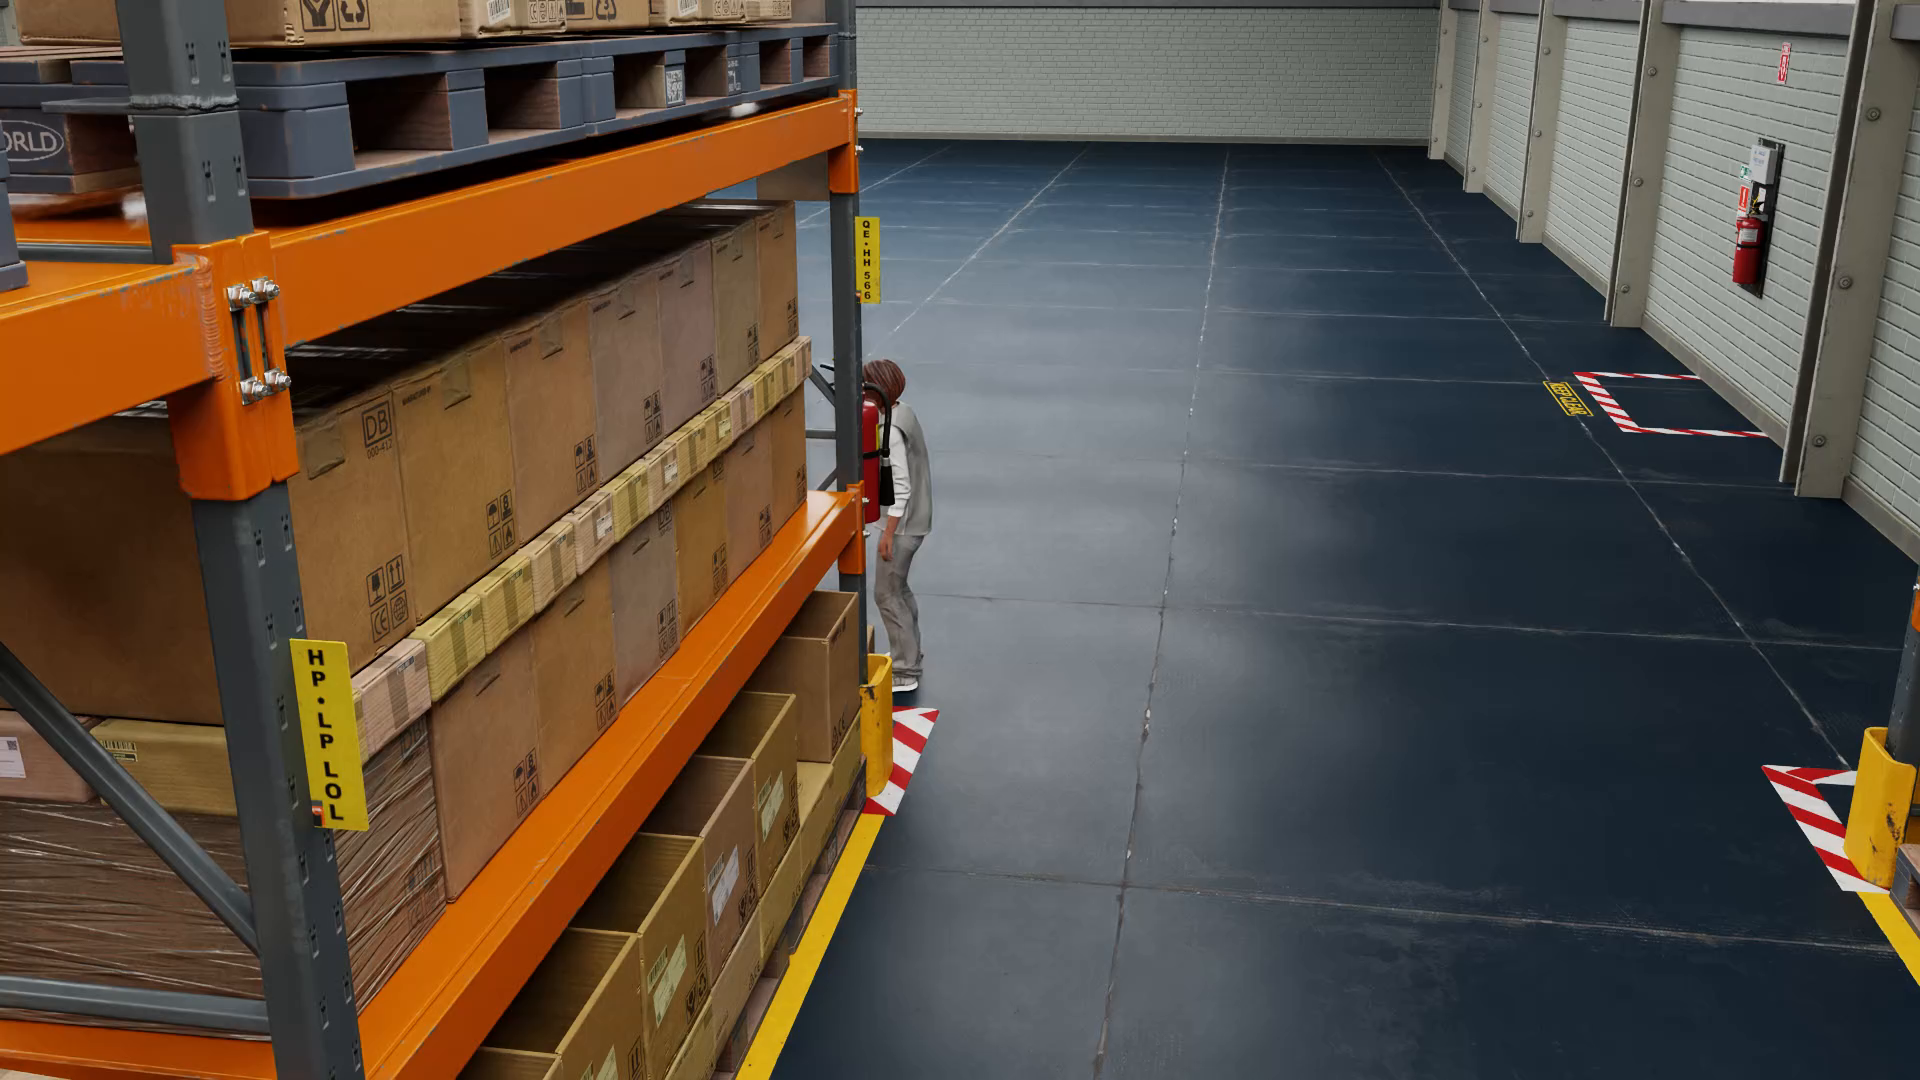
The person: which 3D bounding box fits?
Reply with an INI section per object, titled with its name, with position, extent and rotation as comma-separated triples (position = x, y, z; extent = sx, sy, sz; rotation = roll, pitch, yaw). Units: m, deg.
[person]
position = -0.301, -0.067, 7.776
extent = 0.344, 1.593, 0.486
rotation = 1, 18, 2
